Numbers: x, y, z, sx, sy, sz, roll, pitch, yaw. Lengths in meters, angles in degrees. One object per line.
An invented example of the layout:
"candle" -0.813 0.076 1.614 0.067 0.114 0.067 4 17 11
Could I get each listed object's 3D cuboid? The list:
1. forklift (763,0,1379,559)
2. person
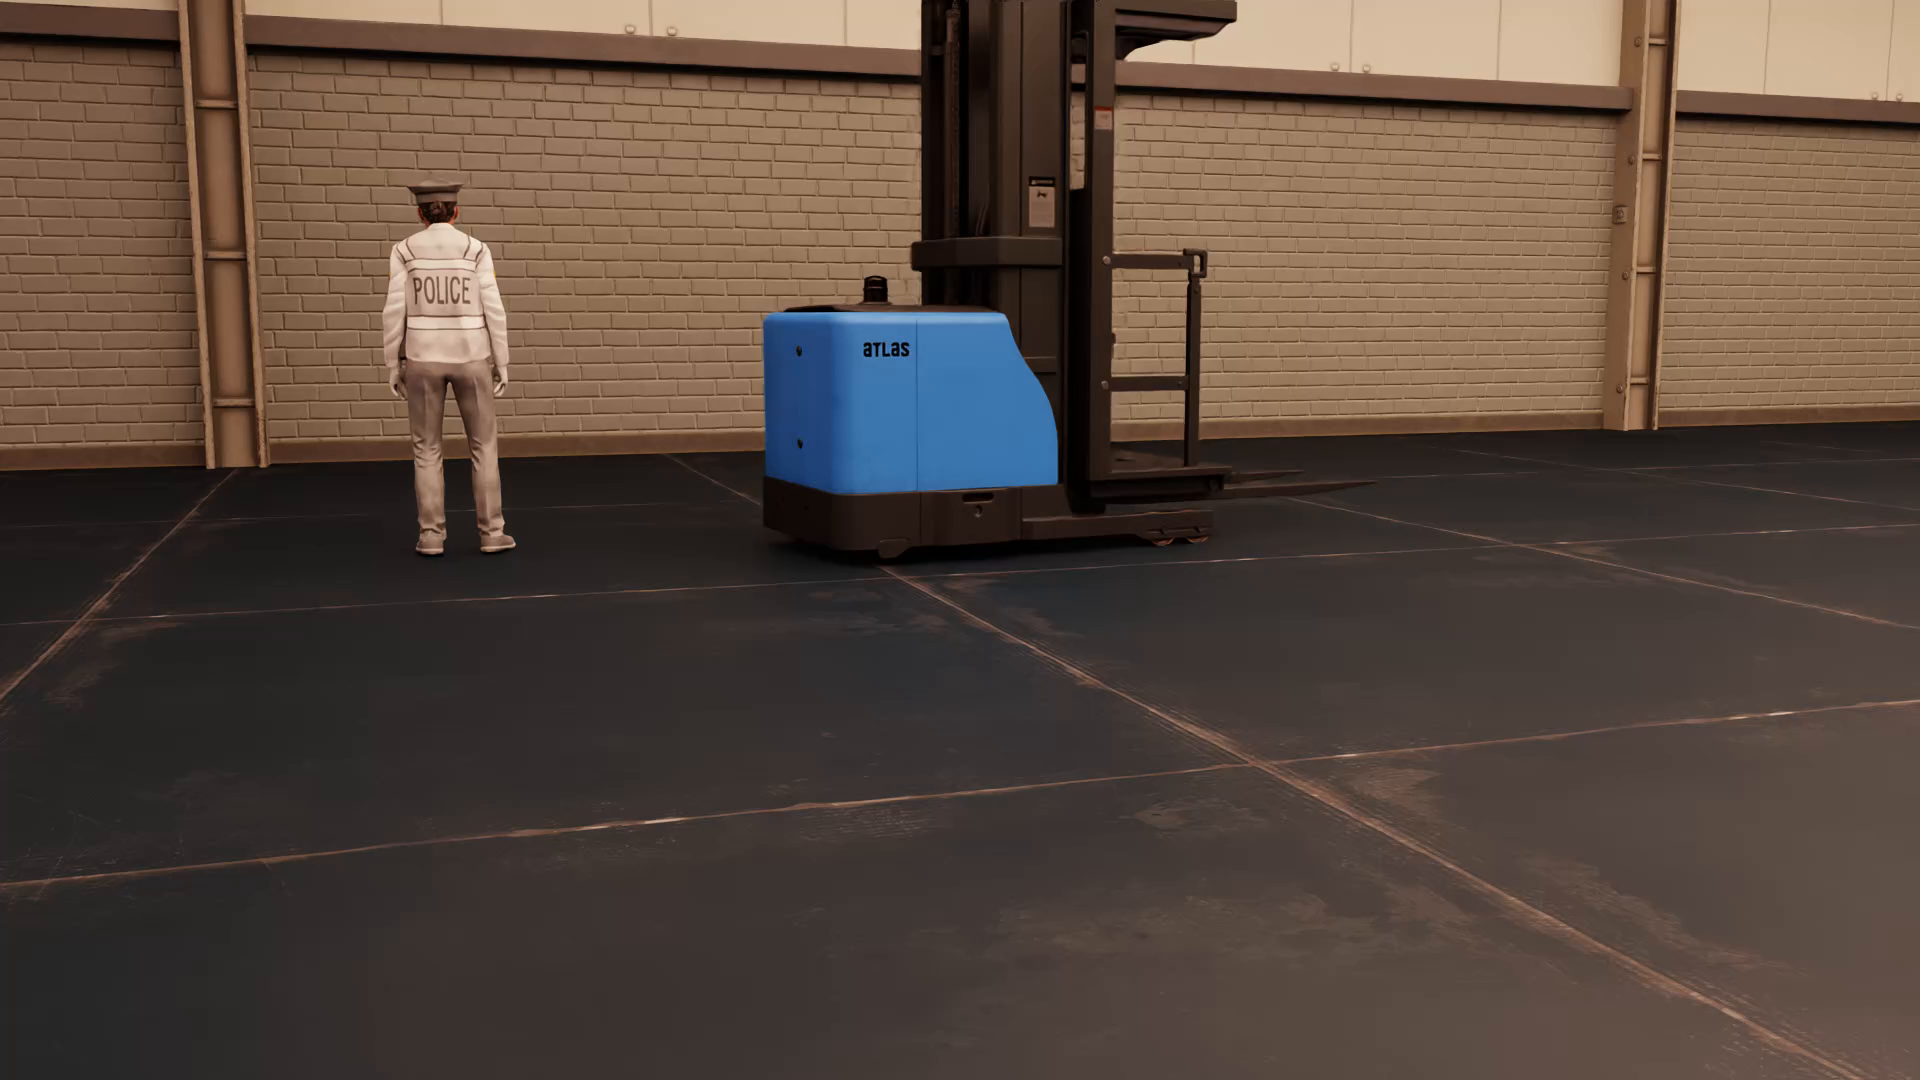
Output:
"forklift" 0.626 -1.482 7.943 3.031 2.935 1.130 -4 9 -25
"person" -2.276 -0.764 7.384 0.529 1.662 0.376 -2 8 -14
